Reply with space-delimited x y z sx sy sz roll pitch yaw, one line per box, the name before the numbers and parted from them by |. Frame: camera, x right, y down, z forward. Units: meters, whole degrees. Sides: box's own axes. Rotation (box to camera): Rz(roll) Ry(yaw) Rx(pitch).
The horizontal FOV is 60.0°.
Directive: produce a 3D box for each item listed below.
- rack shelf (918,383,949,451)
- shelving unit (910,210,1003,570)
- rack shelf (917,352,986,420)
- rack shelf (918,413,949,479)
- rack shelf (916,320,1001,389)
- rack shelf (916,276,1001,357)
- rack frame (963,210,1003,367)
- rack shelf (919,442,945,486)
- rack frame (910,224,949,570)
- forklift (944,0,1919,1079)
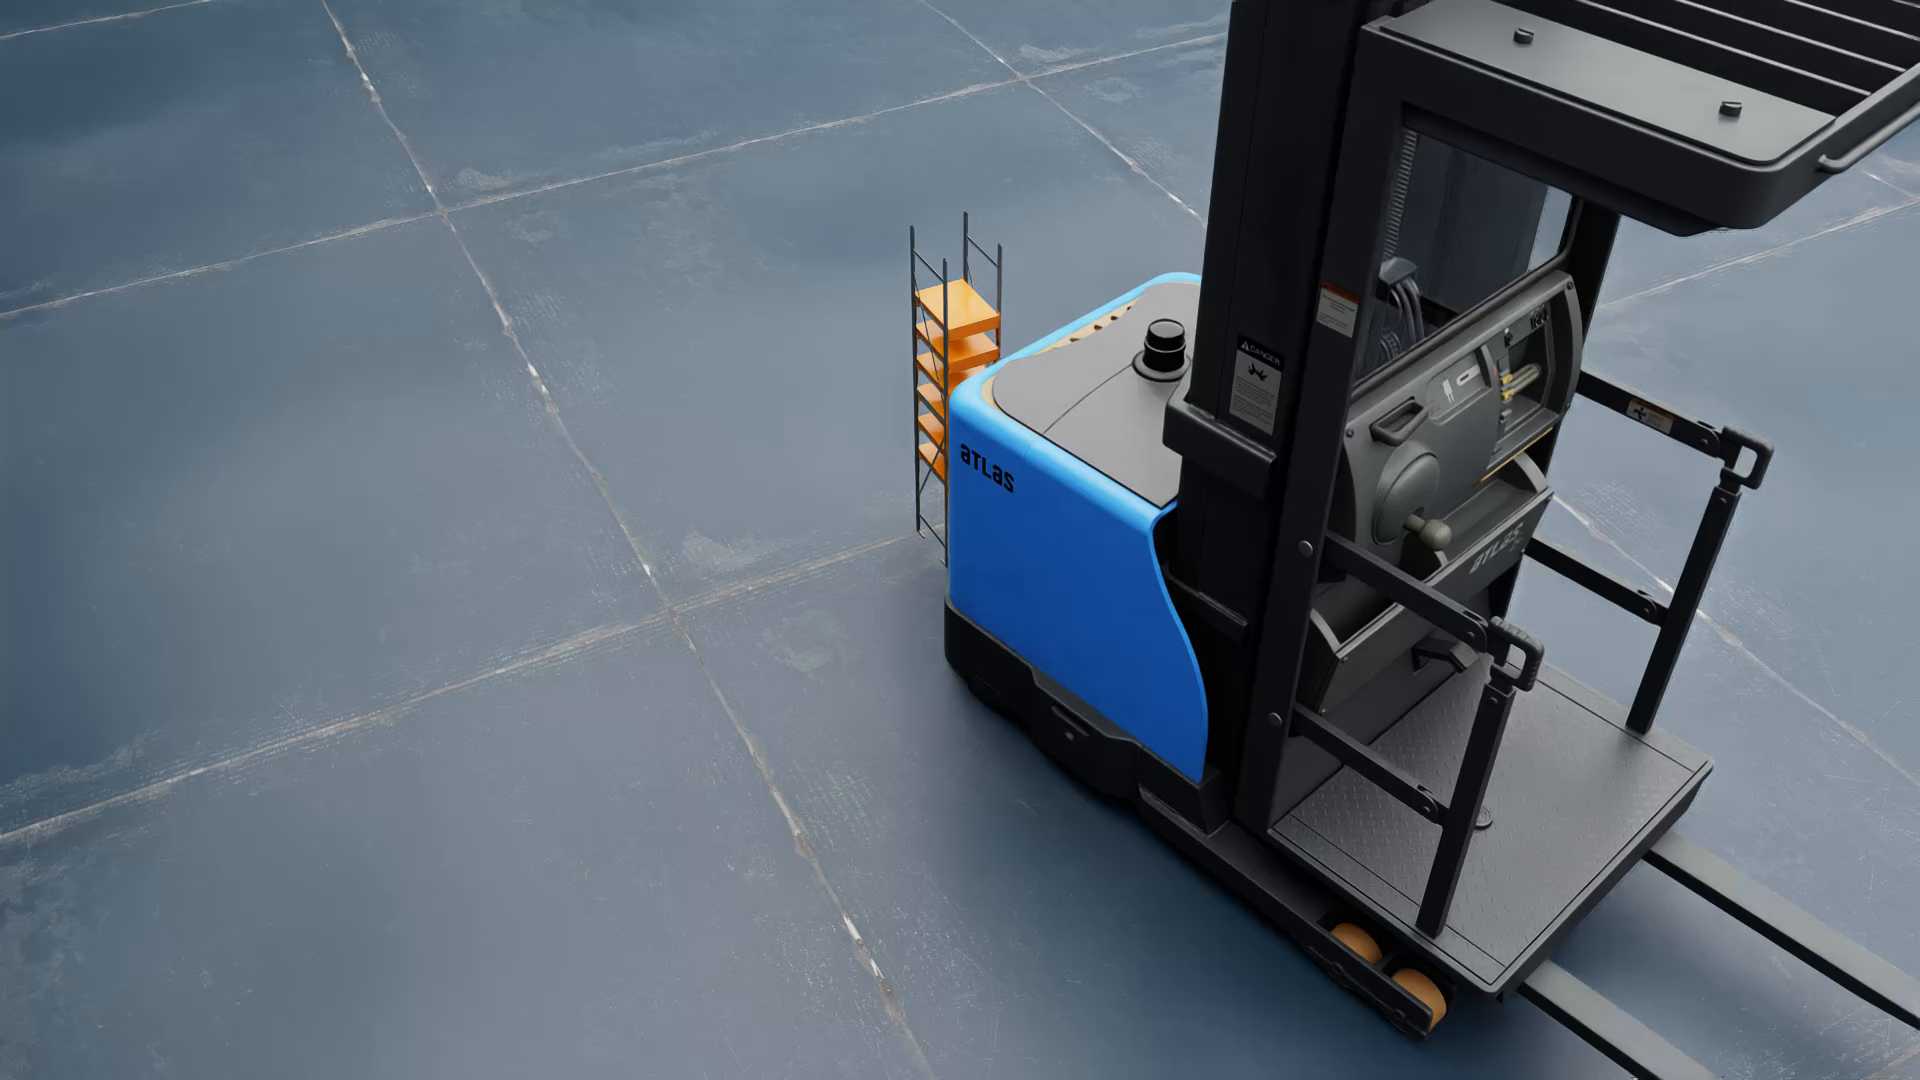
rack shelf | -0.013 -0.420 5.386 0.180 0.103 0.258 -19 44 -21
shelving unit | -0.013 -0.454 5.357 0.189 1.200 0.258 -19 44 -21
rack shelf | -0.013 -0.511 5.308 0.180 0.103 0.258 -19 44 -21
rack shelf | -0.013 -0.328 5.463 0.180 0.103 0.258 -19 44 -21
rack shelf | -0.013 -0.603 5.231 0.180 0.103 0.258 -19 44 -21
rack shelf | -0.013 -0.694 5.153 0.180 0.103 0.258 -19 44 -21
rack frame | 0.068 -0.481 5.390 0.006 1.200 0.240 -19 44 -21
rack shelf | -0.013 -0.237 5.541 0.180 0.103 0.258 -19 44 -21
rack frame | -0.094 -0.426 5.325 0.006 1.200 0.240 -19 44 -21
forklift | 1.326 -0.234 3.758 1.130 2.935 3.031 -31 49 -31
